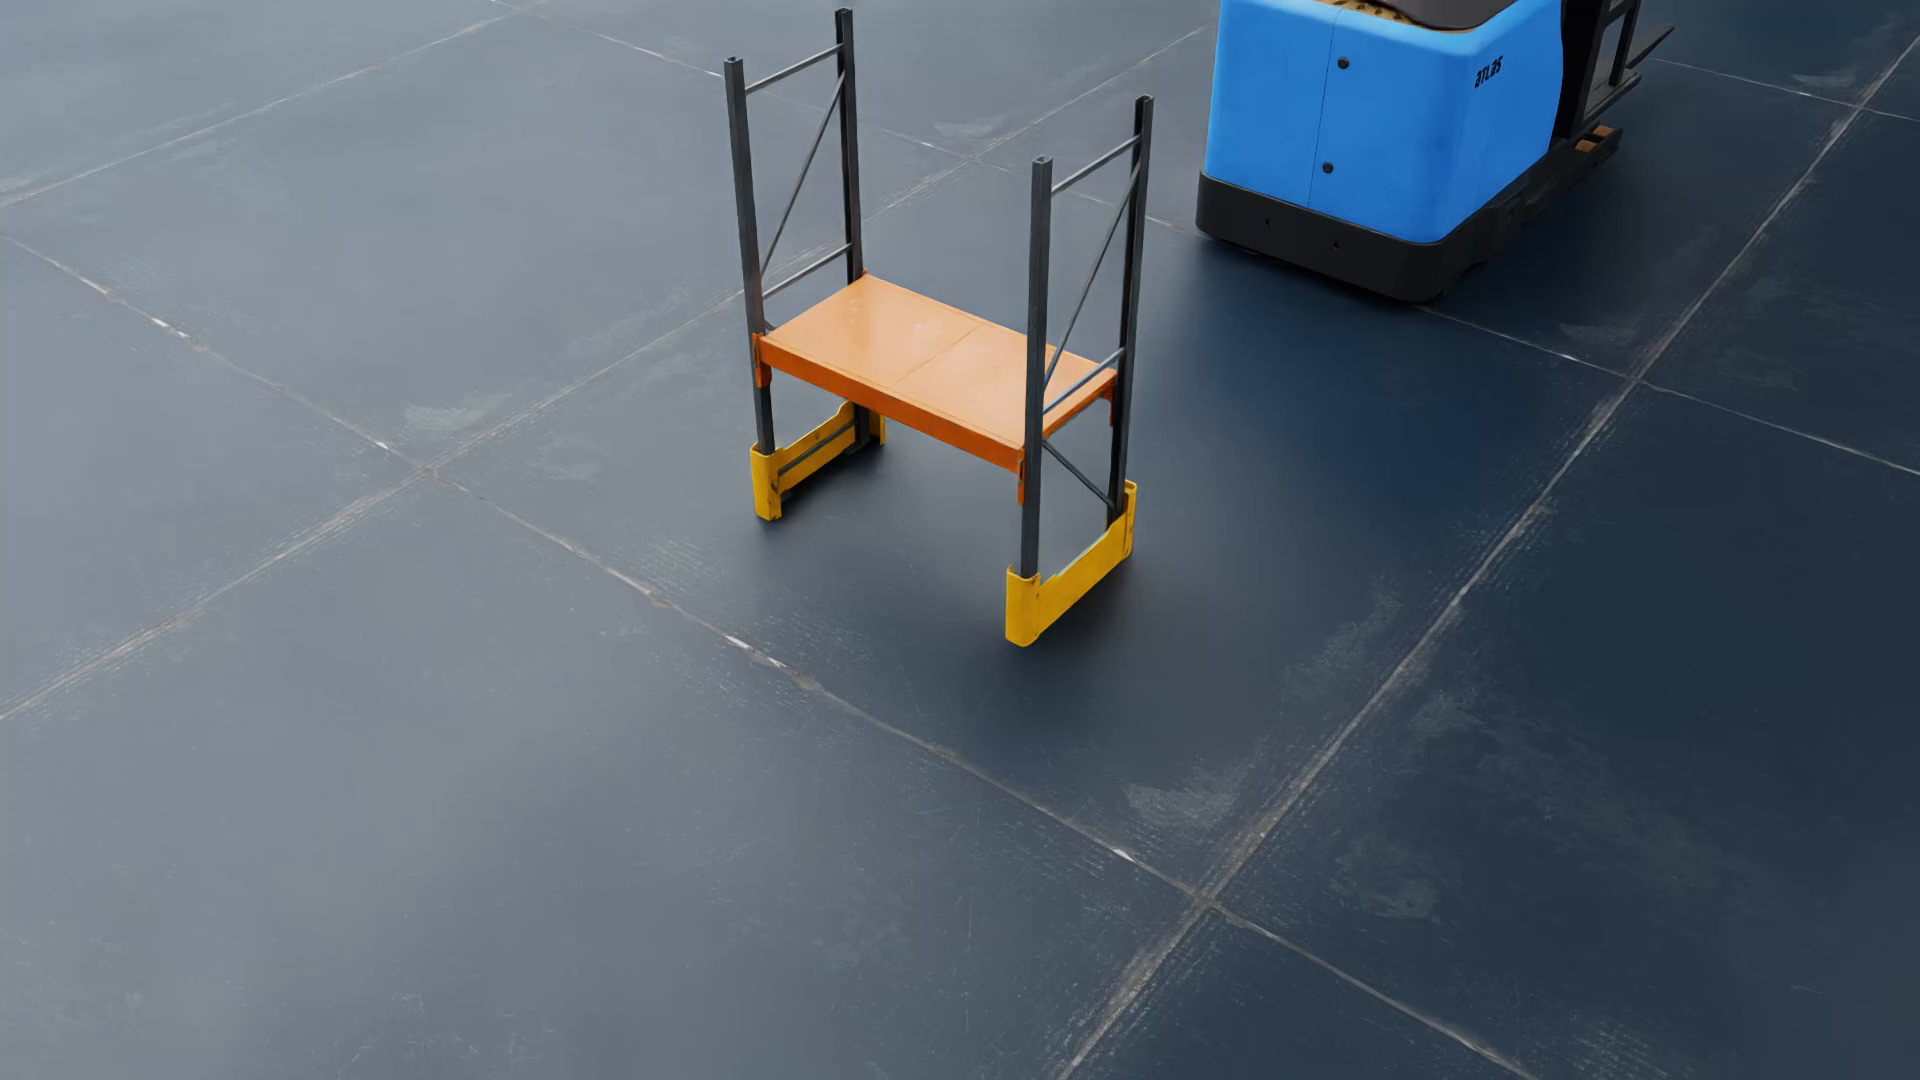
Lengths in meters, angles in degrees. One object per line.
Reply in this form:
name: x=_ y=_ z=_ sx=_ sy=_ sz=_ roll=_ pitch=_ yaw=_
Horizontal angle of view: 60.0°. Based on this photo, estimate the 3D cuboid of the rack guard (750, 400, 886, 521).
rack guard: x=-0.456 y=-0.313 z=5.448 sx=0.087 sy=0.250 sz=0.587 roll=25 pitch=45 yaw=29

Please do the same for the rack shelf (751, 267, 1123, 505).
rack shelf: x=-0.068 y=-0.481 z=4.939 sx=1.000 sy=0.185 sz=0.538 roll=25 pitch=45 yaw=29

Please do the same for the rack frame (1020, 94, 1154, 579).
rack frame: x=0.336 y=-0.432 z=4.585 sx=0.032 sy=1.500 sz=0.500 roll=25 pitch=45 yaw=29

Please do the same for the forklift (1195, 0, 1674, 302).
forklift: x=2.273 y=-2.899 z=6.575 sx=1.130 sy=2.935 sz=3.031 roll=26 pitch=45 yaw=30

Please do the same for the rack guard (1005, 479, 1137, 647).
rack guard: x=0.335 y=0.060 z=4.971 sx=0.087 sy=0.250 sz=0.587 roll=25 pitch=45 yaw=29

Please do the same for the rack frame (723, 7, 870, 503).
rack frame: x=-0.472 y=-0.813 z=5.072 sx=0.032 sy=1.500 sz=0.500 roll=25 pitch=45 yaw=29

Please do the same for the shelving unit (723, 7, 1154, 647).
shelving unit: x=-0.061 y=-0.619 z=4.824 sx=1.083 sy=1.500 sz=0.587 roll=25 pitch=45 yaw=29
